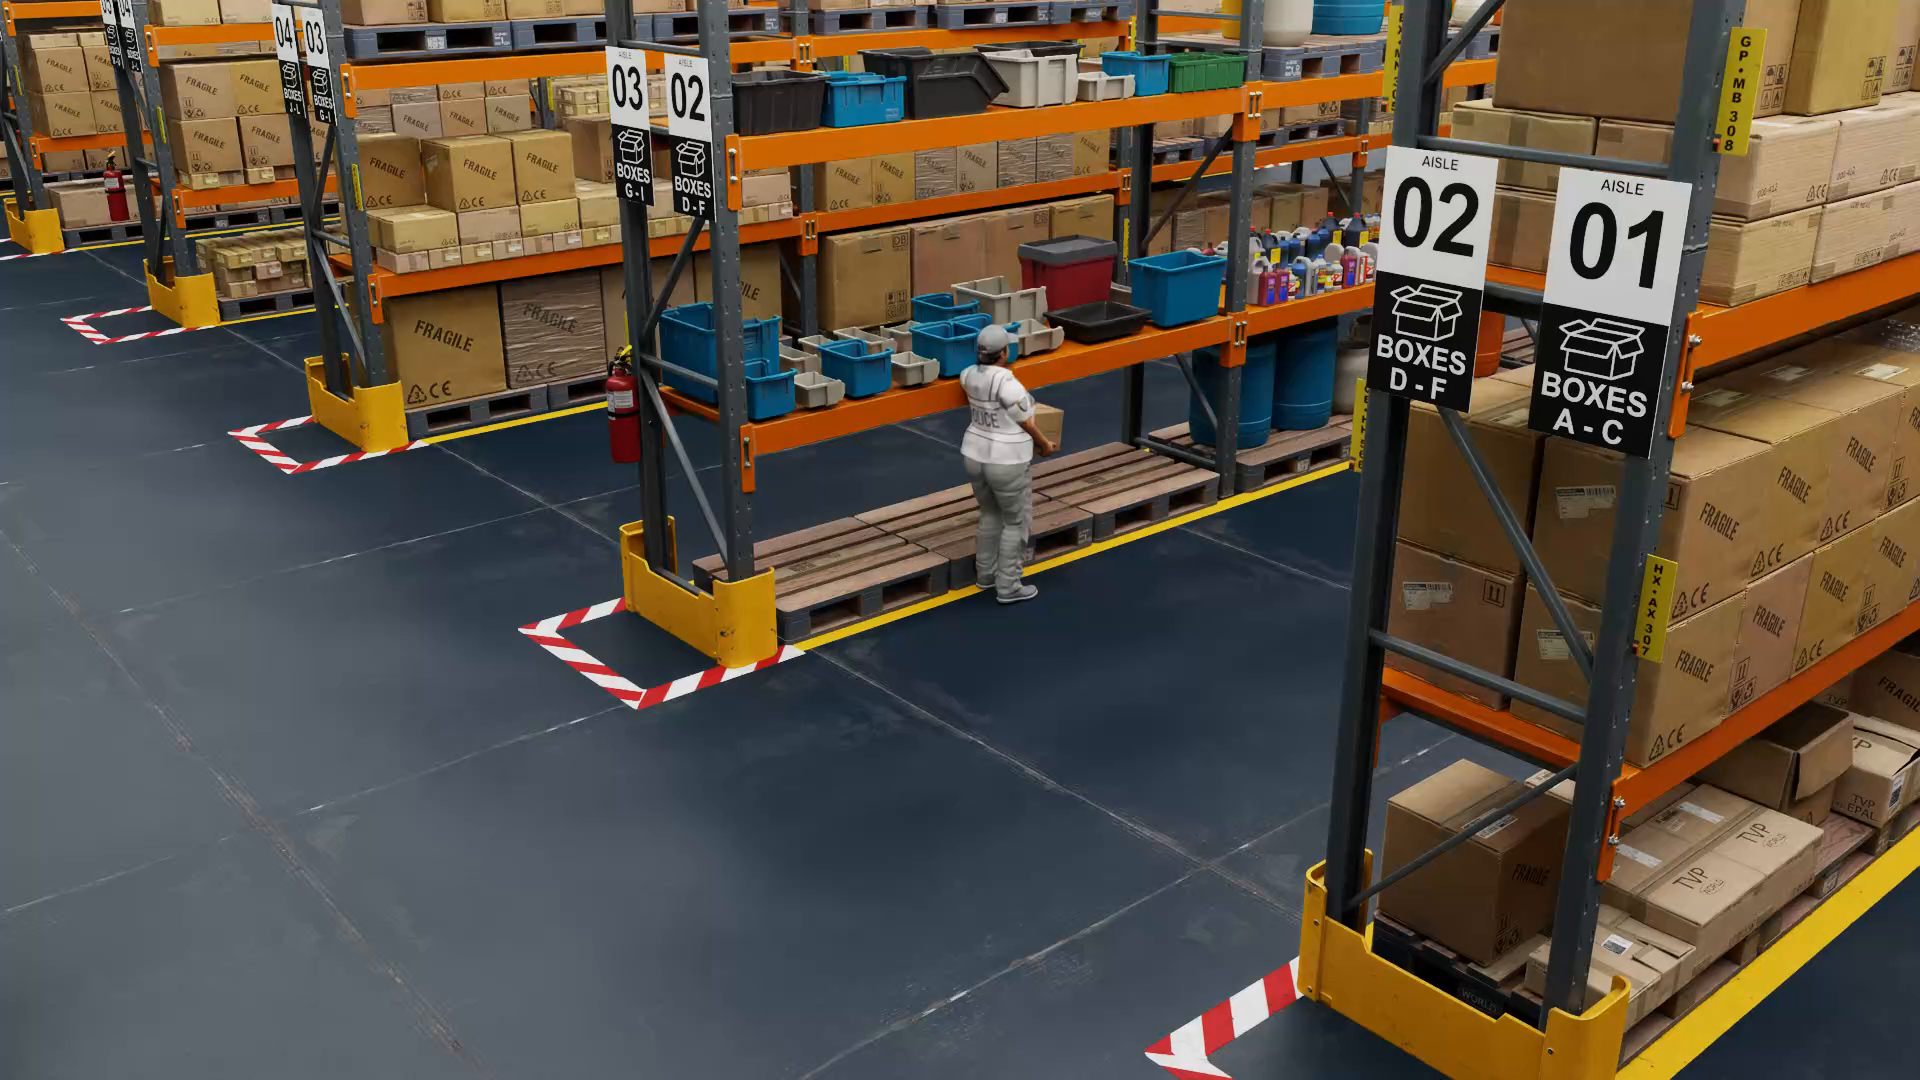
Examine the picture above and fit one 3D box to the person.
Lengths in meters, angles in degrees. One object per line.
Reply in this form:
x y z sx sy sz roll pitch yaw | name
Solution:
0.282 -0.469 9.808 0.539 1.659 0.456 -17 27 -37 | person
